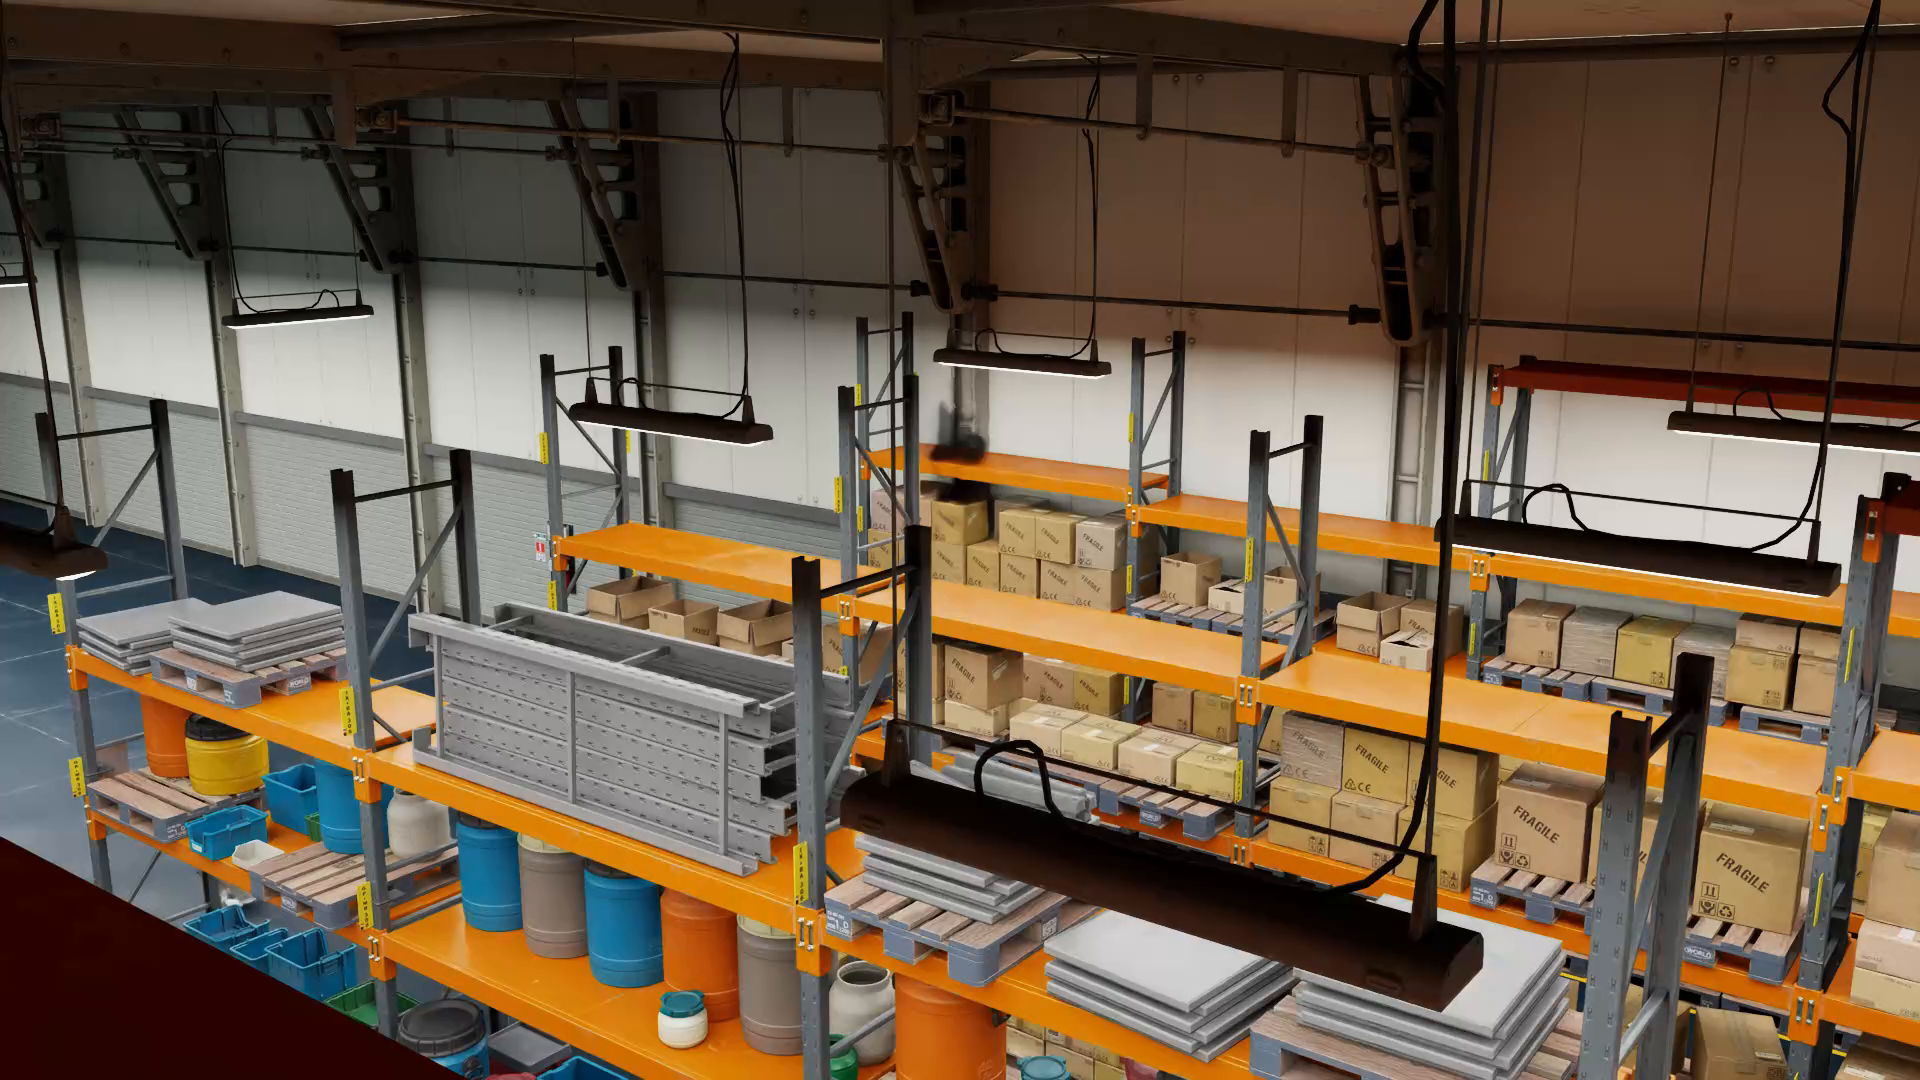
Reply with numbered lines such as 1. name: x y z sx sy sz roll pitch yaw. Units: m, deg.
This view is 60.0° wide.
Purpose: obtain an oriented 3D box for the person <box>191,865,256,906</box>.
1. person: -7.987 3.195 17.825 0.671 1.667 0.562 -6 14 -25
